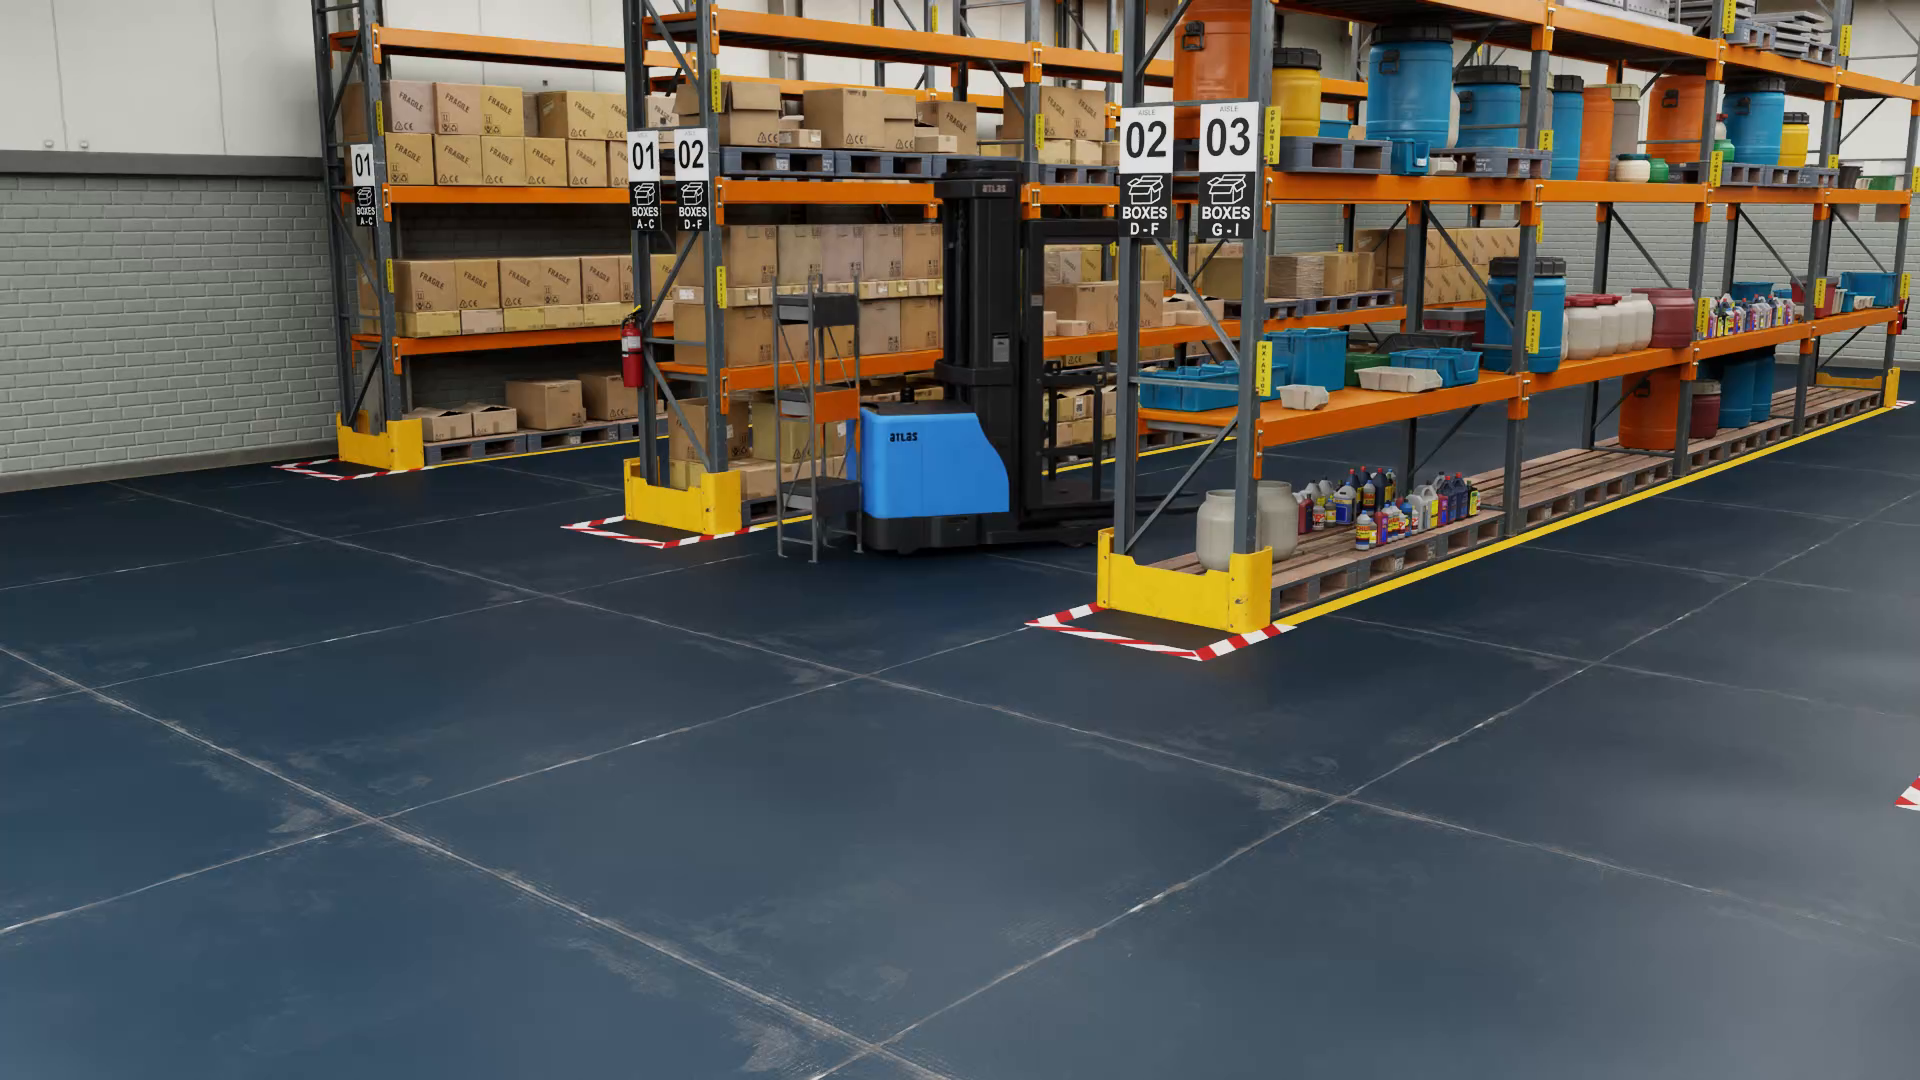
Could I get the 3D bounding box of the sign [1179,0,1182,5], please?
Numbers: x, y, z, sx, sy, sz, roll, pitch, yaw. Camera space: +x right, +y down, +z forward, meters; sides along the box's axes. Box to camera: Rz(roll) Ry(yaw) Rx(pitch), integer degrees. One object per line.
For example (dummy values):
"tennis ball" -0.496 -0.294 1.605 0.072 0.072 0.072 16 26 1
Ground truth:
"sign" 2.568 -6.294 19.160 0.100 0.325 0.005 10 15 40

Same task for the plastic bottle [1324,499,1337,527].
"plastic bottle" 2.807 -0.208 12.617 0.097 0.201 0.097 0 11 0

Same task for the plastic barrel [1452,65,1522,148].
"plastic barrel" 4.232 -3.376 13.519 0.600 0.901 0.708 10 15 40

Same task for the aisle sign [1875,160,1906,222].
"aisle sign" 12.249 -4.570 21.795 0.394 0.787 0.004 10 15 40

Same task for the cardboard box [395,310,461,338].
"cardboard box" -5.462 -2.216 16.980 0.500 0.250 0.500 9 15 39

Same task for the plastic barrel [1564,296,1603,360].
"plastic barrel" 5.340 -1.844 14.437 0.433 0.535 0.433 0 11 0

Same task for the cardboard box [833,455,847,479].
"cardboard box" -1.120 -0.664 14.827 0.500 0.250 0.500 10 15 40

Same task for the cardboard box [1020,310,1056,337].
"cardboard box" 0.633 -2.202 16.962 0.500 0.250 0.500 11 16 44

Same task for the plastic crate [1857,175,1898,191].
"plastic crate" 11.544 -4.507 21.002 0.450 0.188 0.336 10 15 40

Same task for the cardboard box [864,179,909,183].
"cardboard box" -1.014 -4.722 21.714 0.500 0.311 0.500 10 15 40

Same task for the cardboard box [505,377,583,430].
"cardboard box" -4.600 -1.515 18.394 0.700 0.500 0.500 9 14 37

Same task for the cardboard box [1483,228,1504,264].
"cardboard box" 7.504 -4.250 24.024 0.500 0.500 0.500 10 15 42

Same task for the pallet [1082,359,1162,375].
"pallet" 2.459 -2.749 26.435 1.003 0.211 1.213 10 15 40

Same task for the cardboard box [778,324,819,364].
"cardboard box" -1.638 -1.803 14.325 0.700 0.500 0.500 10 15 42

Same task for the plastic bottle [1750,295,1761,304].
"plastic bottle" 8.749 -2.523 18.313 0.144 0.351 0.185 10 15 40

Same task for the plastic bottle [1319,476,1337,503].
"plastic bottle" 2.810 -0.318 12.785 0.144 0.351 0.185 10 15 40

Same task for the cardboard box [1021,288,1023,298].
"cardboard box" 0.833 -3.596 24.147 0.380 0.149 0.250 10 15 42

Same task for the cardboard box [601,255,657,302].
"cardboard box" -3.787 -2.958 18.779 0.500 0.500 0.500 10 15 40

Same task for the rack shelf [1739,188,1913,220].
"rack shelf" 10.661 -4.146 20.490 1.077 0.370 4.000 10 15 40

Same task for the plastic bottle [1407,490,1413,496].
"plastic bottle" 3.417 -0.242 12.577 0.061 0.283 0.133 10 15 40

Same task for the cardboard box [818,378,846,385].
"cardboard box" -1.912 -2.166 21.655 0.700 0.500 0.500 10 15 40

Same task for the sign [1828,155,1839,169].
"sign" 9.753 -4.138 18.588 0.100 0.325 0.005 10 15 40

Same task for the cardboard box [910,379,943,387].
"cardboard box" -0.139 -1.254 15.867 0.500 0.500 0.500 10 15 40

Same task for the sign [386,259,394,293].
"sign" -5.615 -2.603 16.377 0.100 0.325 0.005 10 15 40

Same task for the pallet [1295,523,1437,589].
"pallet" 2.780 0.084 12.249 1.003 0.211 1.213 10 15 40

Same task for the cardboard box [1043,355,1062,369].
"cardboard box" 0.983 -2.923 24.603 0.750 0.750 0.750 10 15 42

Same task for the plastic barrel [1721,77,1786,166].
"plastic barrel" 8.329 -4.386 17.499 0.600 0.901 0.708 10 15 40

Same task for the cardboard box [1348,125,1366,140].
"cardboard box" 4.810 -4.984 21.264 0.600 0.600 0.600 10 15 40

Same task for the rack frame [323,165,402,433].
"rack frame" -6.023 -2.249 16.813 1.000 3.000 0.127 10 15 40

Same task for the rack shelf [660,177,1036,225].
"rack shelf" -0.979 -3.022 14.859 1.077 0.370 4.000 10 15 40

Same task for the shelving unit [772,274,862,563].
"shelving unit" -1.064 -0.919 12.449 0.431 2.100 0.503 9 14 38

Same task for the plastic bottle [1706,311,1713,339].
"plastic bottle" 7.480 -2.152 16.627 0.061 0.283 0.133 10 15 40

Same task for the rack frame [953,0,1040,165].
"rack frame" 0.341 -5.140 15.968 1.000 3.000 0.127 10 15 40

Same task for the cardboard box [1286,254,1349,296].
"cardboard box" 4.502 -3.362 21.057 0.700 0.500 0.500 6 13 26

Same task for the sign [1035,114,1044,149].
"sign" 0.759 -3.889 15.846 0.100 0.325 0.005 10 15 40

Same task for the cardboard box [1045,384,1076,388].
"cardboard box" 1.063 -1.577 17.966 0.500 0.311 0.500 10 15 40

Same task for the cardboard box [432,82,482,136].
"cardboard box" -5.217 -4.362 16.873 0.500 0.500 0.500 10 15 40

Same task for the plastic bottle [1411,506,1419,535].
"plastic bottle" 3.344 -0.148 12.316 0.097 0.201 0.097 0 11 0

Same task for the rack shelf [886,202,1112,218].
"rack shelf" 0.578 -4.839 23.956 1.077 0.370 4.000 10 15 40

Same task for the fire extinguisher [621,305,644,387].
"fire extinguisher" -2.726 -1.614 13.831 0.296 0.674 0.183 10 15 40

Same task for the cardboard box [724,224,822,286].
"cardboard box" -1.603 -2.447 14.238 0.700 0.500 0.500 9 15 39

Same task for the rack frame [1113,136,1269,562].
"rack frame" 1.419 -0.968 10.400 1.000 3.000 0.127 10 15 40

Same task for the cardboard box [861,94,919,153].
"cardboard box" -0.841 -3.768 15.066 0.637 0.503 0.797 -10 15 -41

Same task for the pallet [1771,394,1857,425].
"pallet" 10.602 -1.660 20.982 1.003 0.211 1.213 10 15 40

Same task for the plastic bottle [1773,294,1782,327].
"plastic bottle" 8.980 -2.532 18.356 0.144 0.351 0.185 10 15 40

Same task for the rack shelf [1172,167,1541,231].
"rack shelf" 2.739 -2.381 11.650 1.077 0.370 4.000 10 15 40

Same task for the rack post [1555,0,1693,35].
"rack post" 5.295 -4.897 14.246 1.013 1.000 3.121 10 15 40

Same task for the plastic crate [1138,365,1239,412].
"plastic crate" 1.525 -1.008 10.977 0.499 0.251 0.616 10 15 40

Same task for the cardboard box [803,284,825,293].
"cardboard box" -1.372 -2.119 14.249 0.380 0.149 0.250 9 15 39

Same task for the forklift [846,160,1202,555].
"forklift" 0.660 -1.471 13.094 3.031 2.935 1.130 -3 12 -17

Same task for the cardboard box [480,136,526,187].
"cardboard box" -4.893 -3.947 17.350 0.500 0.500 0.500 11 16 43

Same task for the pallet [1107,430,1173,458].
"pallet" 1.604 -1.124 18.300 1.003 0.211 1.213 10 15 40

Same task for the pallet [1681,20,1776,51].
"pallet" 7.199 -4.900 16.275 1.213 0.211 1.003 10 15 40

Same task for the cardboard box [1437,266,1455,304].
"cardboard box" 6.499 -3.539 23.017 0.500 0.500 0.500 10 15 41

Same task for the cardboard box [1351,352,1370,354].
"cardboard box" 5.179 -2.183 21.743 0.500 0.500 0.500 10 15 41

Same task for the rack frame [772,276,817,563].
"rack frame" -1.219 -0.882 12.264 0.400 2.100 0.015 9 14 38

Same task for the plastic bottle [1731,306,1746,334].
"plastic bottle" 8.144 -2.310 17.436 0.152 0.276 0.135 10 15 40
